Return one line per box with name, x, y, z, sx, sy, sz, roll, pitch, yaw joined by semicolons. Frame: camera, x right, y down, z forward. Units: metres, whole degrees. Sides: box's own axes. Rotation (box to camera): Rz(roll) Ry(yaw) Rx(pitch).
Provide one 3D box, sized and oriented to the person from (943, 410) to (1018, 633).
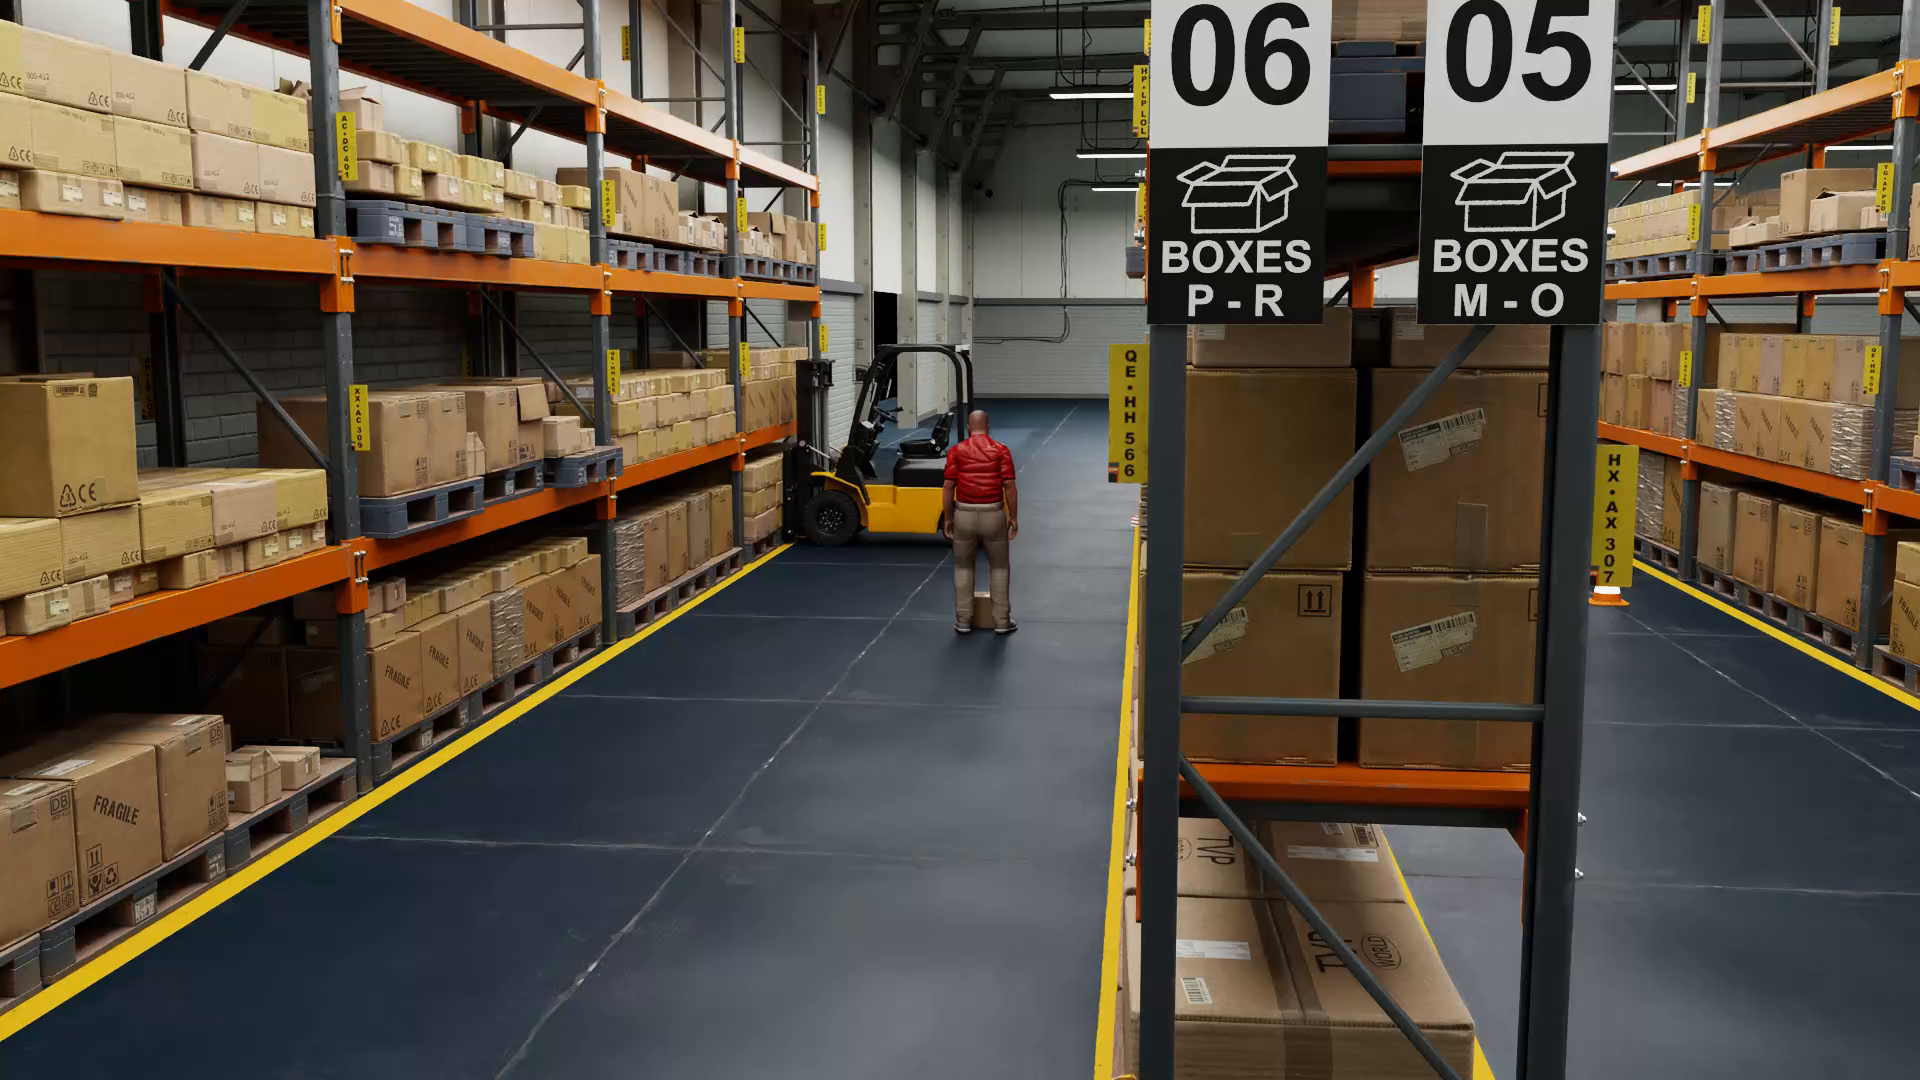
person;0.159;-0.142;12.917;0.583;1.726;0.394;1;8;6
